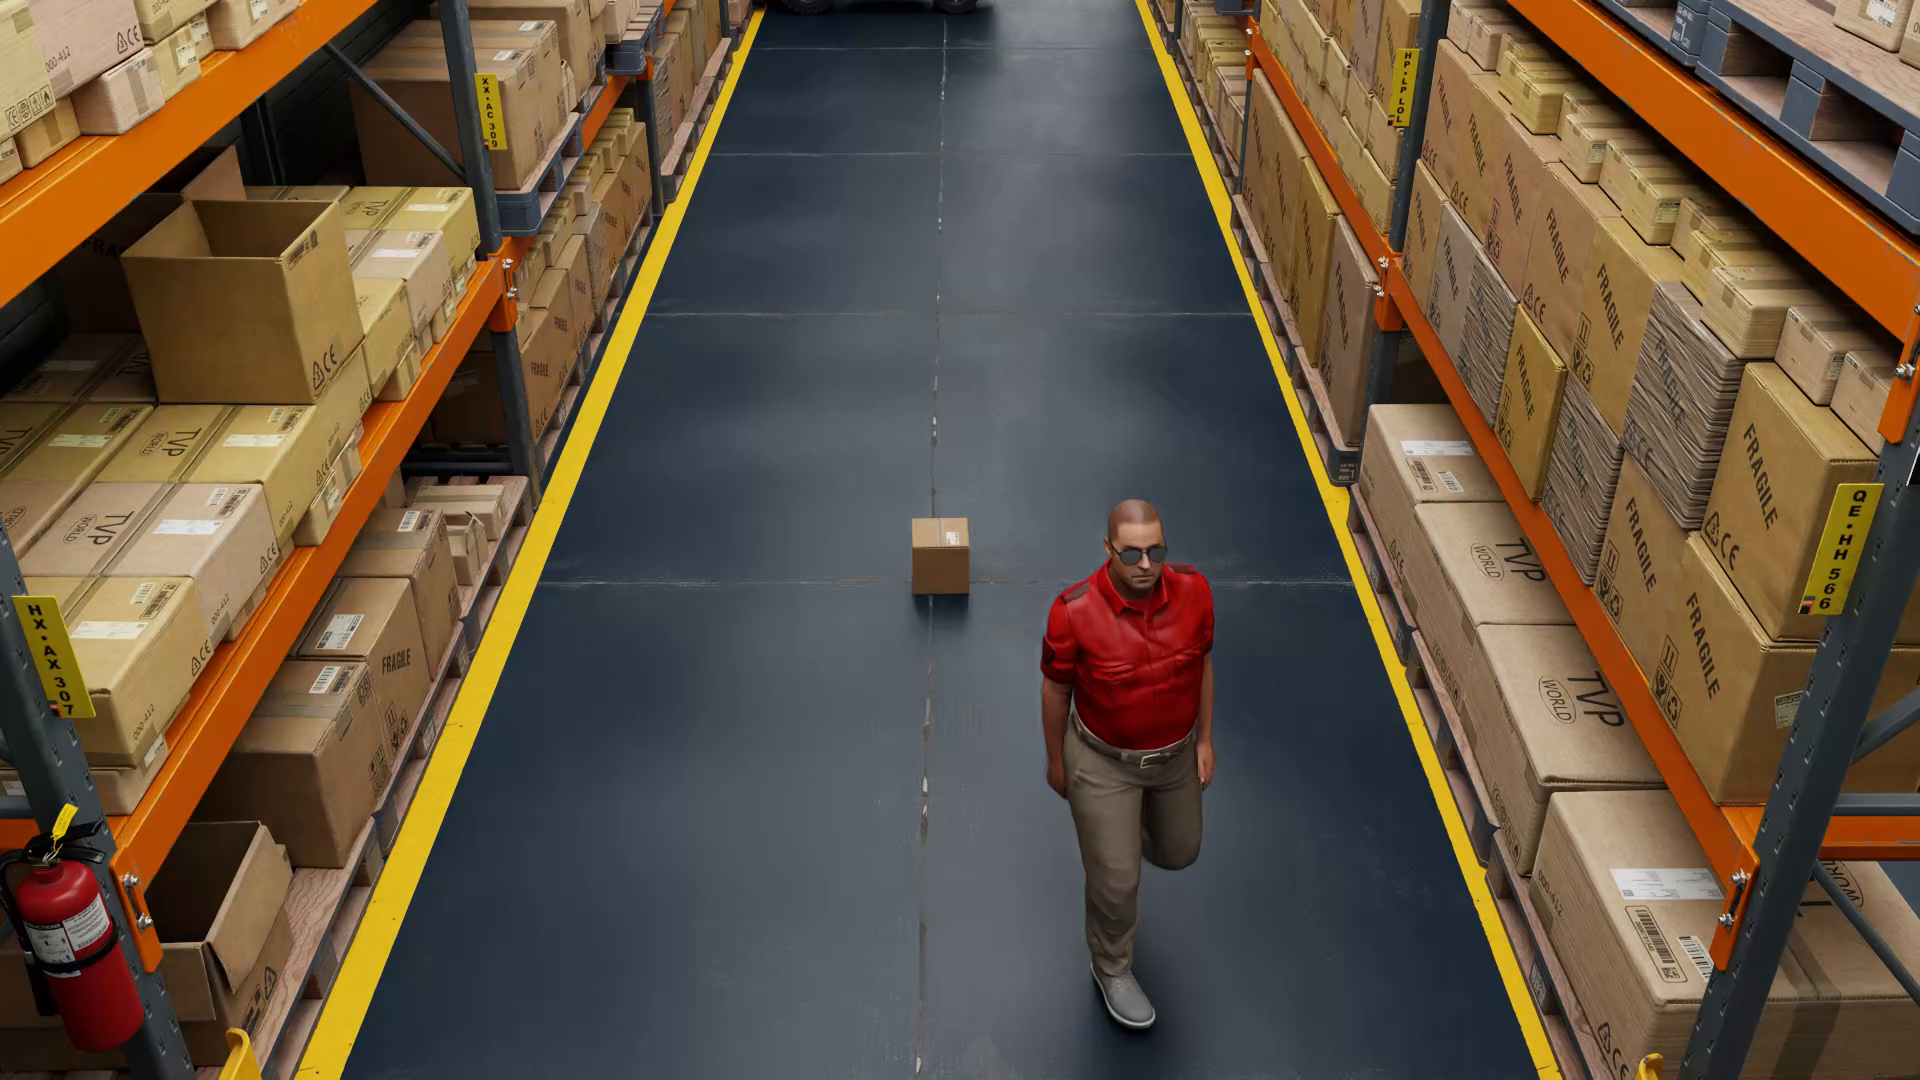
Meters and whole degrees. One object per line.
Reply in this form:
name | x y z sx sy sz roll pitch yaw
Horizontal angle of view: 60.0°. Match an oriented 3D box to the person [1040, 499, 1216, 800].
person | 0.527 0.369 4.880 0.538 1.047 0.334 -11 33 -17
